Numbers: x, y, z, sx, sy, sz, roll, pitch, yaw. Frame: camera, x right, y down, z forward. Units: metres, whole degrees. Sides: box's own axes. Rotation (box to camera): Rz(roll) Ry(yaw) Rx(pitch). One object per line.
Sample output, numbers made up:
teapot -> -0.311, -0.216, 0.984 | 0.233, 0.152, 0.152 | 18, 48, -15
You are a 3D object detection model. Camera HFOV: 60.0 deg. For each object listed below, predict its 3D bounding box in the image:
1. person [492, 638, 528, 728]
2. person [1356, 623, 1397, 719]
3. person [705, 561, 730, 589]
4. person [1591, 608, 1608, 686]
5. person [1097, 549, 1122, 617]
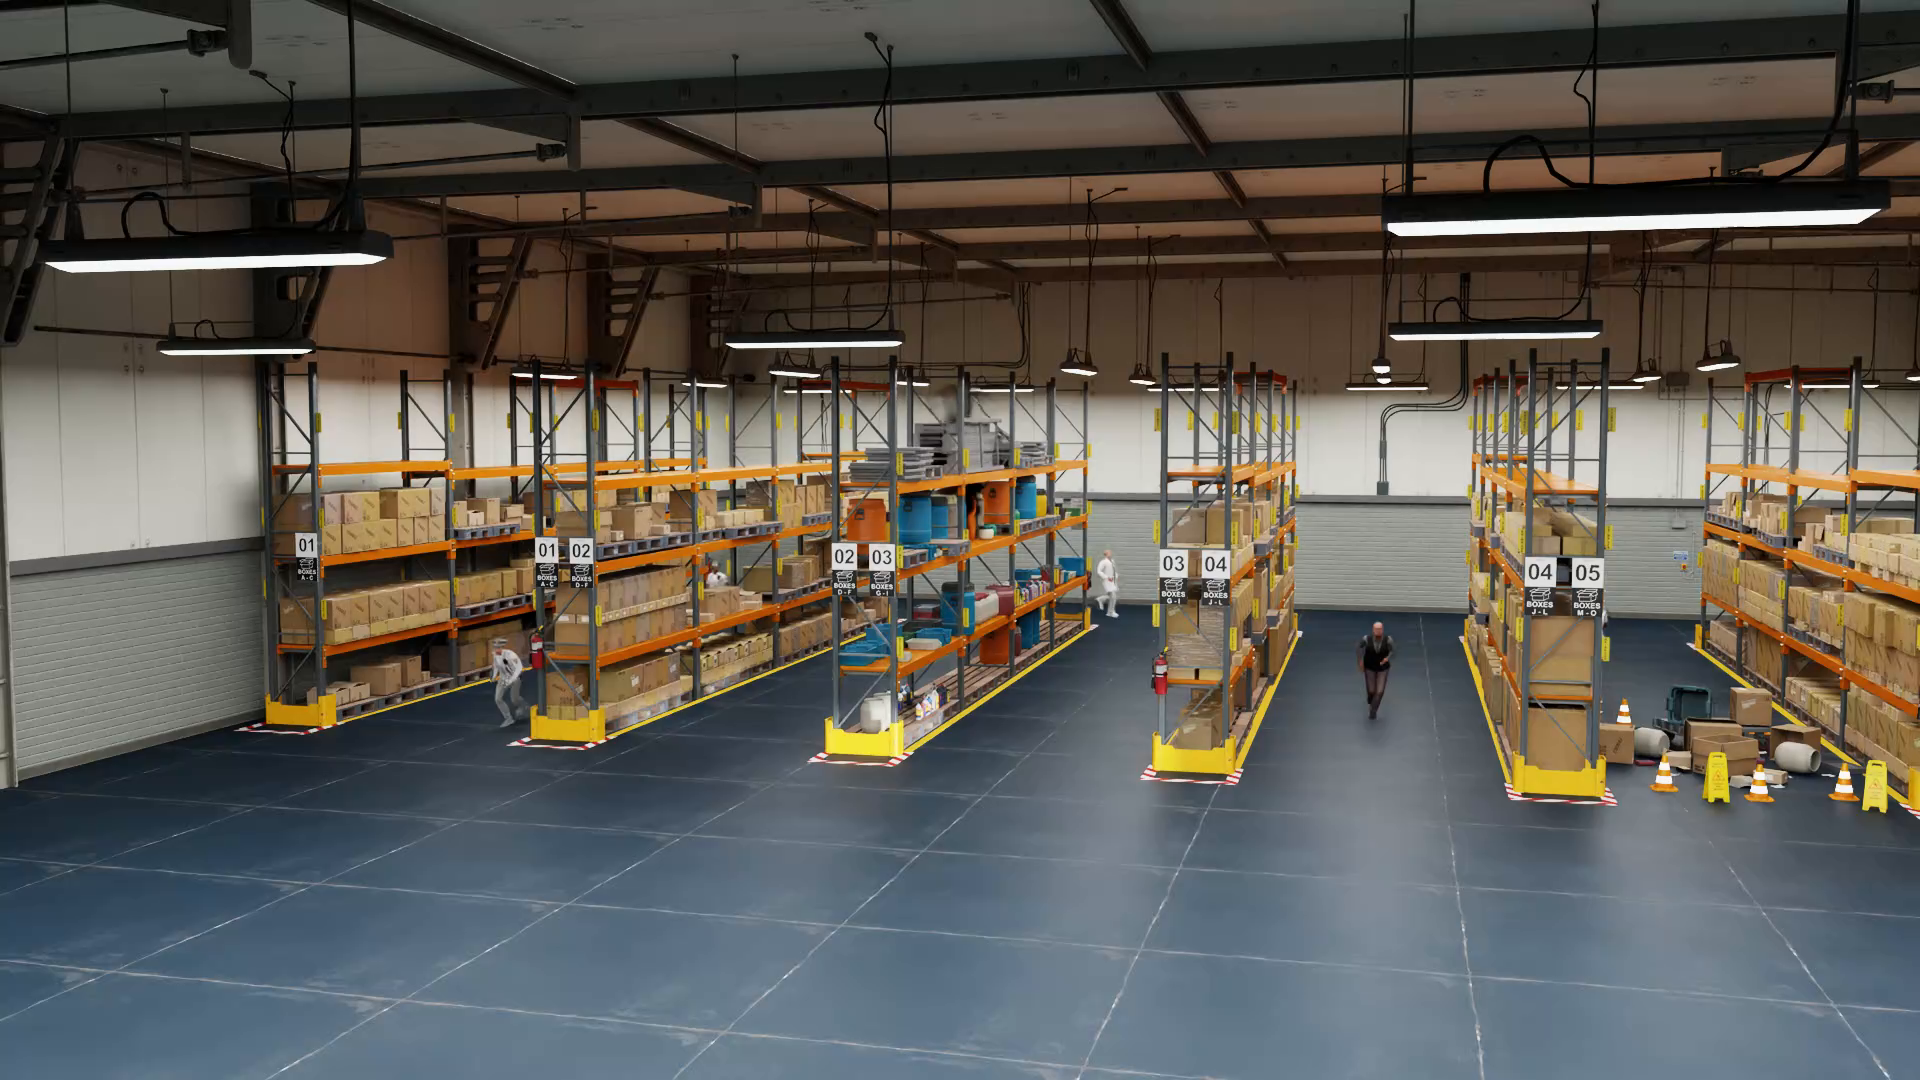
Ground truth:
person -> -7.442, 2.335, 27.645 | 0.615, 1.507, 1.049 | 1, 4, 16
person -> 7.067, 2.209, 28.240 | 0.650, 1.653, 0.739 | 1, 4, 7
person -> -5.925, 1.343, 40.328 | 0.569, 1.661, 0.516 | 1, 4, 10
person -> 11.938, 1.905, 31.453 | 0.601, 1.830, 0.839 | 1, 4, 15
person -> 3.811, 1.114, 43.106 | 0.719, 1.744, 0.712 | 3, 5, 36
